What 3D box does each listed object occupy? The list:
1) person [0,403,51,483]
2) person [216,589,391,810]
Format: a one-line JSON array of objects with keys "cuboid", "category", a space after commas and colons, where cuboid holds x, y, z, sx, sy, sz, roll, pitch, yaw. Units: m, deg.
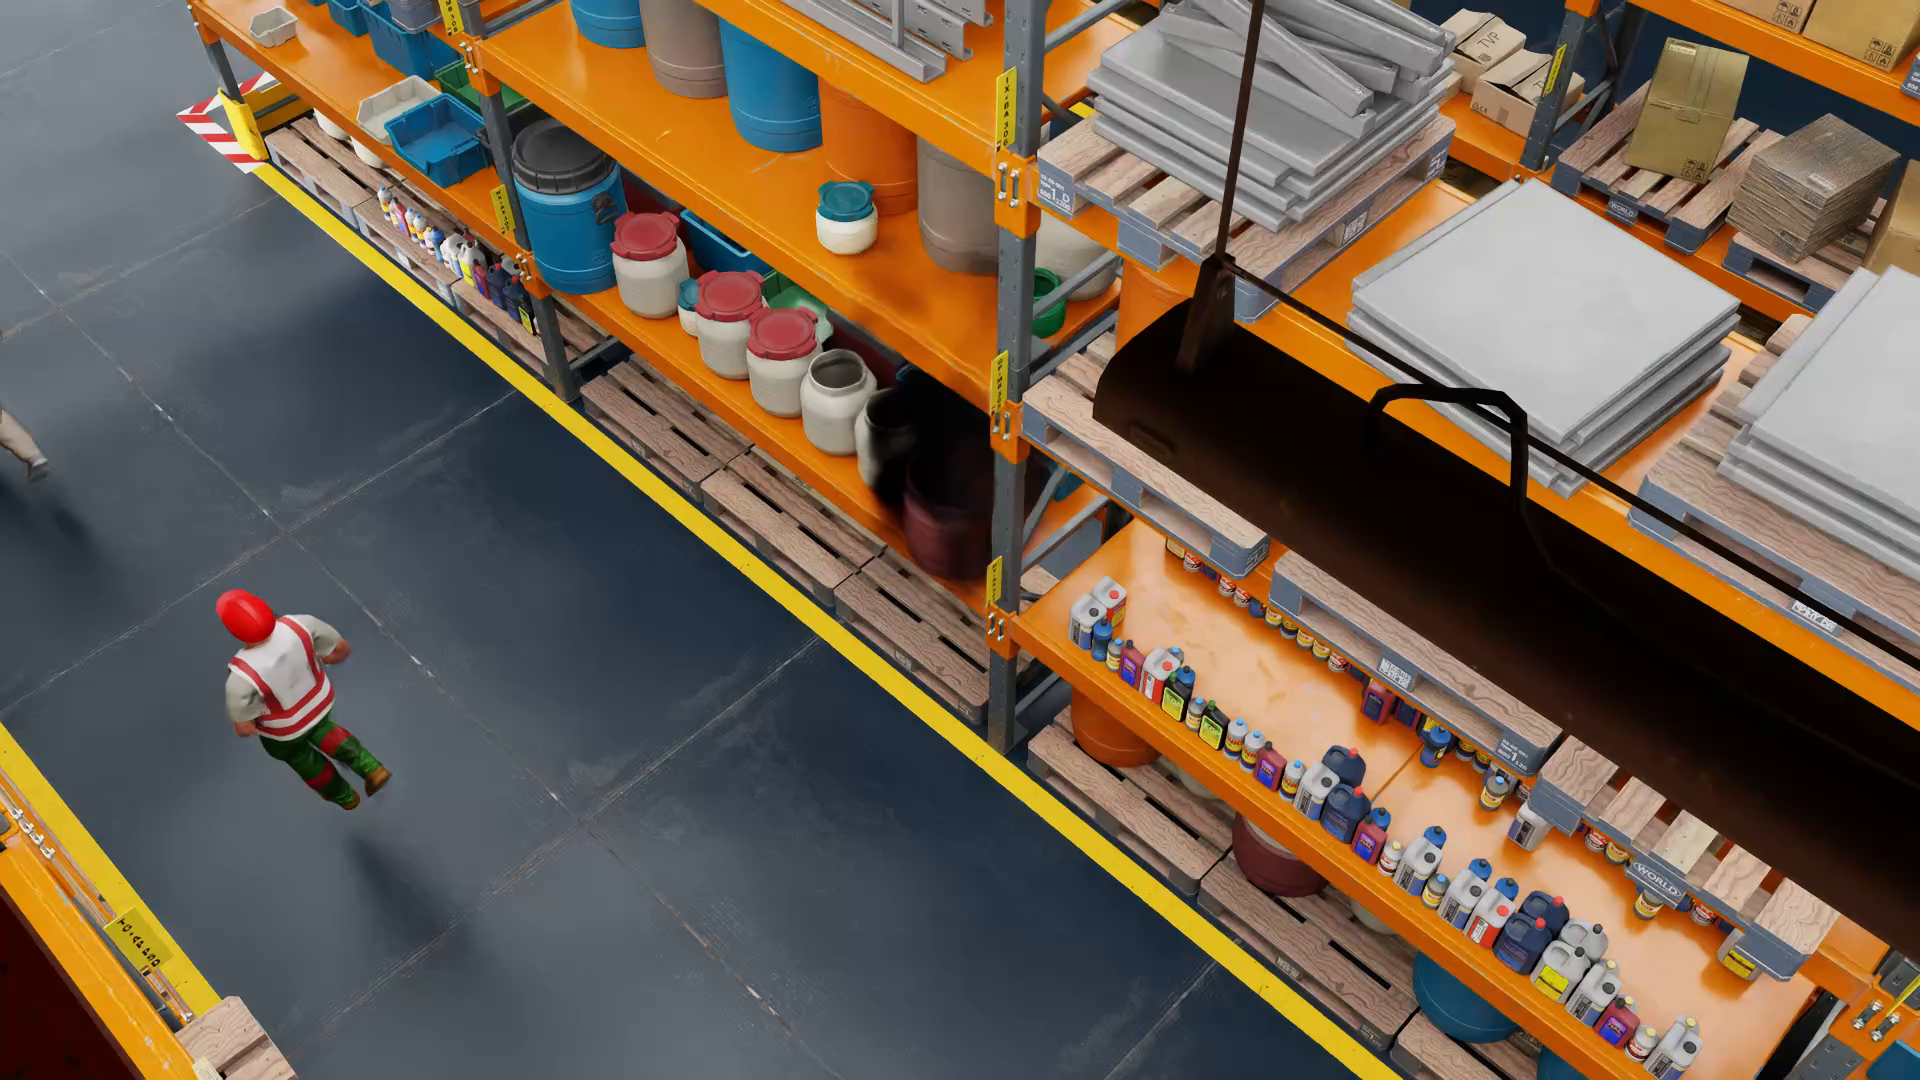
[{"cuboid": [-6.123, -0.961, 10.085, 0.945, 1.709, 0.663, 31, 57, 23], "category": "person"}, {"cuboid": [-3.241, 0.849, 8.171, 0.605, 1.754, 0.657, 27, 55, 21], "category": "person"}]
